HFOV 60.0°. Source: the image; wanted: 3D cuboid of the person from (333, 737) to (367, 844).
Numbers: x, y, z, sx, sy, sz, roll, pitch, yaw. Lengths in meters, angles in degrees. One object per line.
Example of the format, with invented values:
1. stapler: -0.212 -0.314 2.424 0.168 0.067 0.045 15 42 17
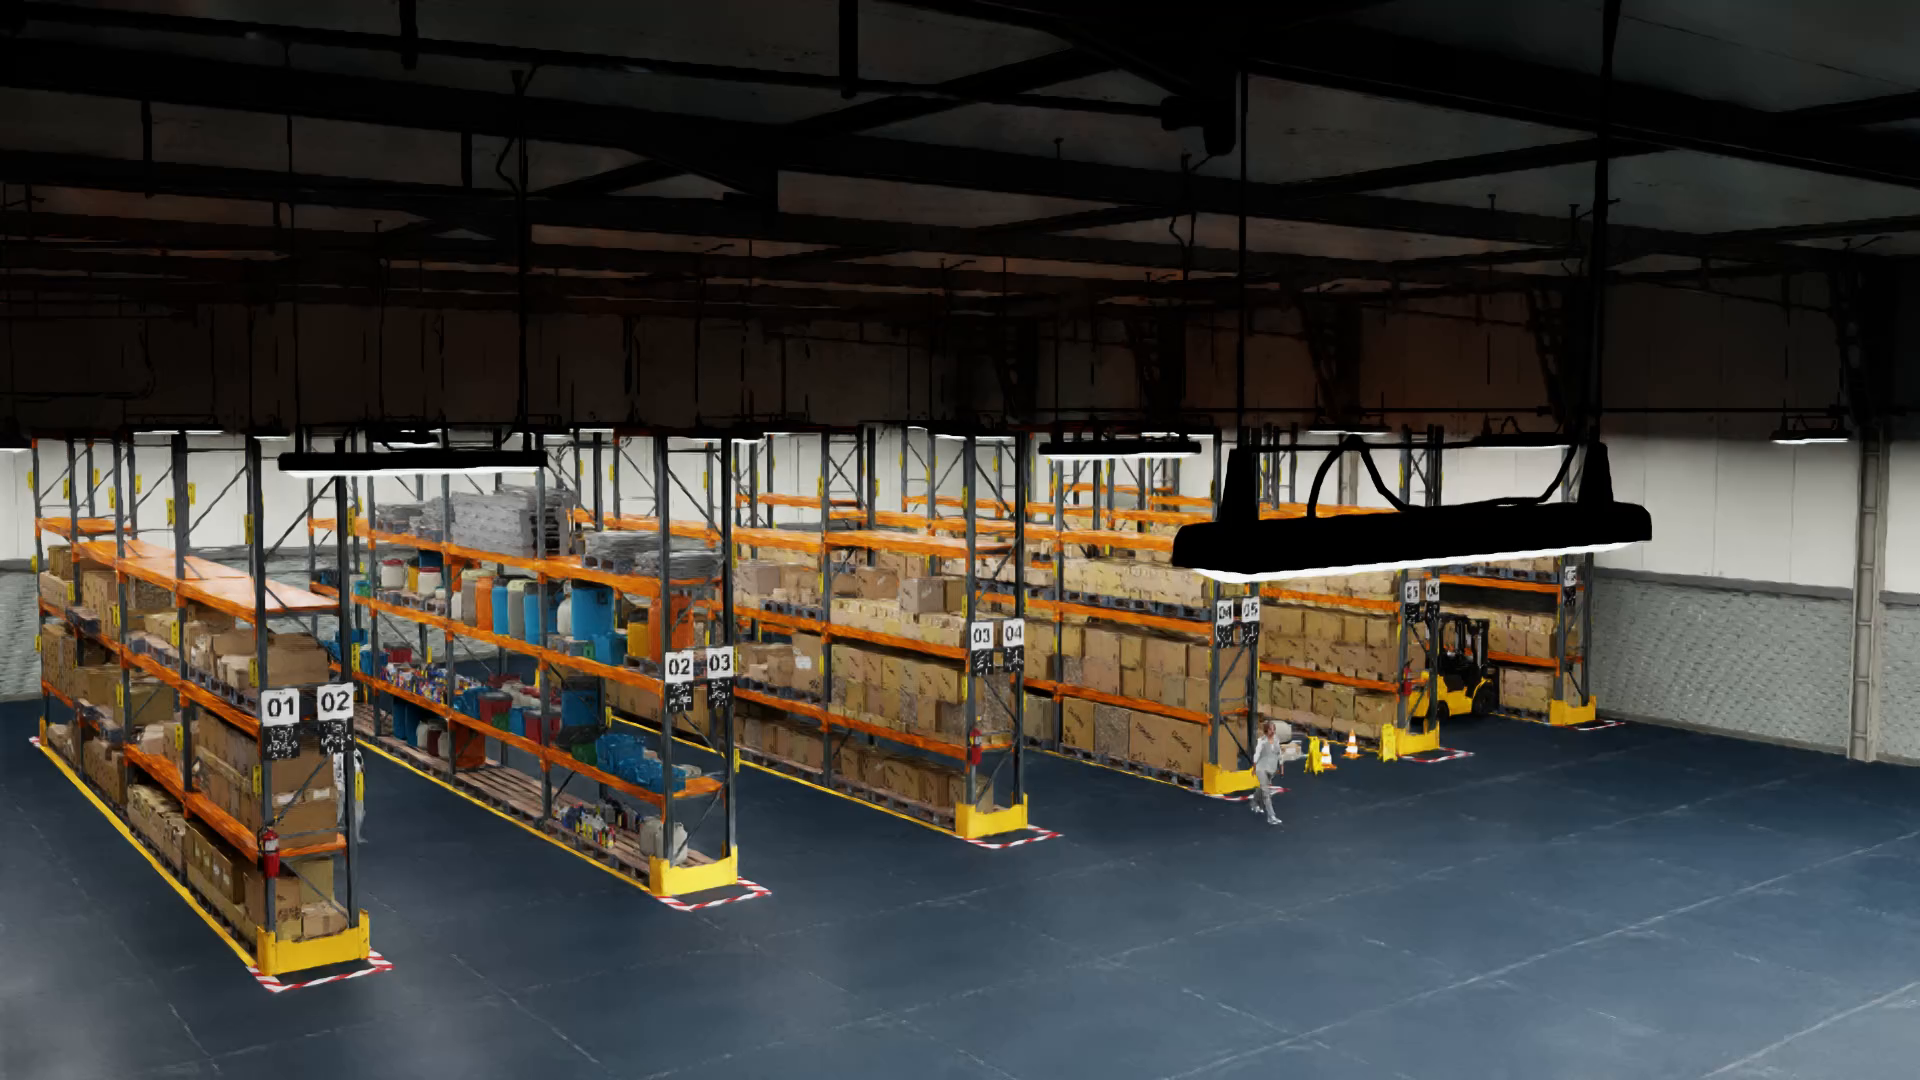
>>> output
1. person: -9.006 3.613 24.322 0.702 1.627 0.608 4 6 45

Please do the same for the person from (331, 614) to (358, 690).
1. person: -13.863 2.540 37.295 0.536 1.746 0.741 1 5 9

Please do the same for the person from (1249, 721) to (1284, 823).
1. person: 4.742 3.539 25.630 0.408 1.533 0.961 -2 5 -28
